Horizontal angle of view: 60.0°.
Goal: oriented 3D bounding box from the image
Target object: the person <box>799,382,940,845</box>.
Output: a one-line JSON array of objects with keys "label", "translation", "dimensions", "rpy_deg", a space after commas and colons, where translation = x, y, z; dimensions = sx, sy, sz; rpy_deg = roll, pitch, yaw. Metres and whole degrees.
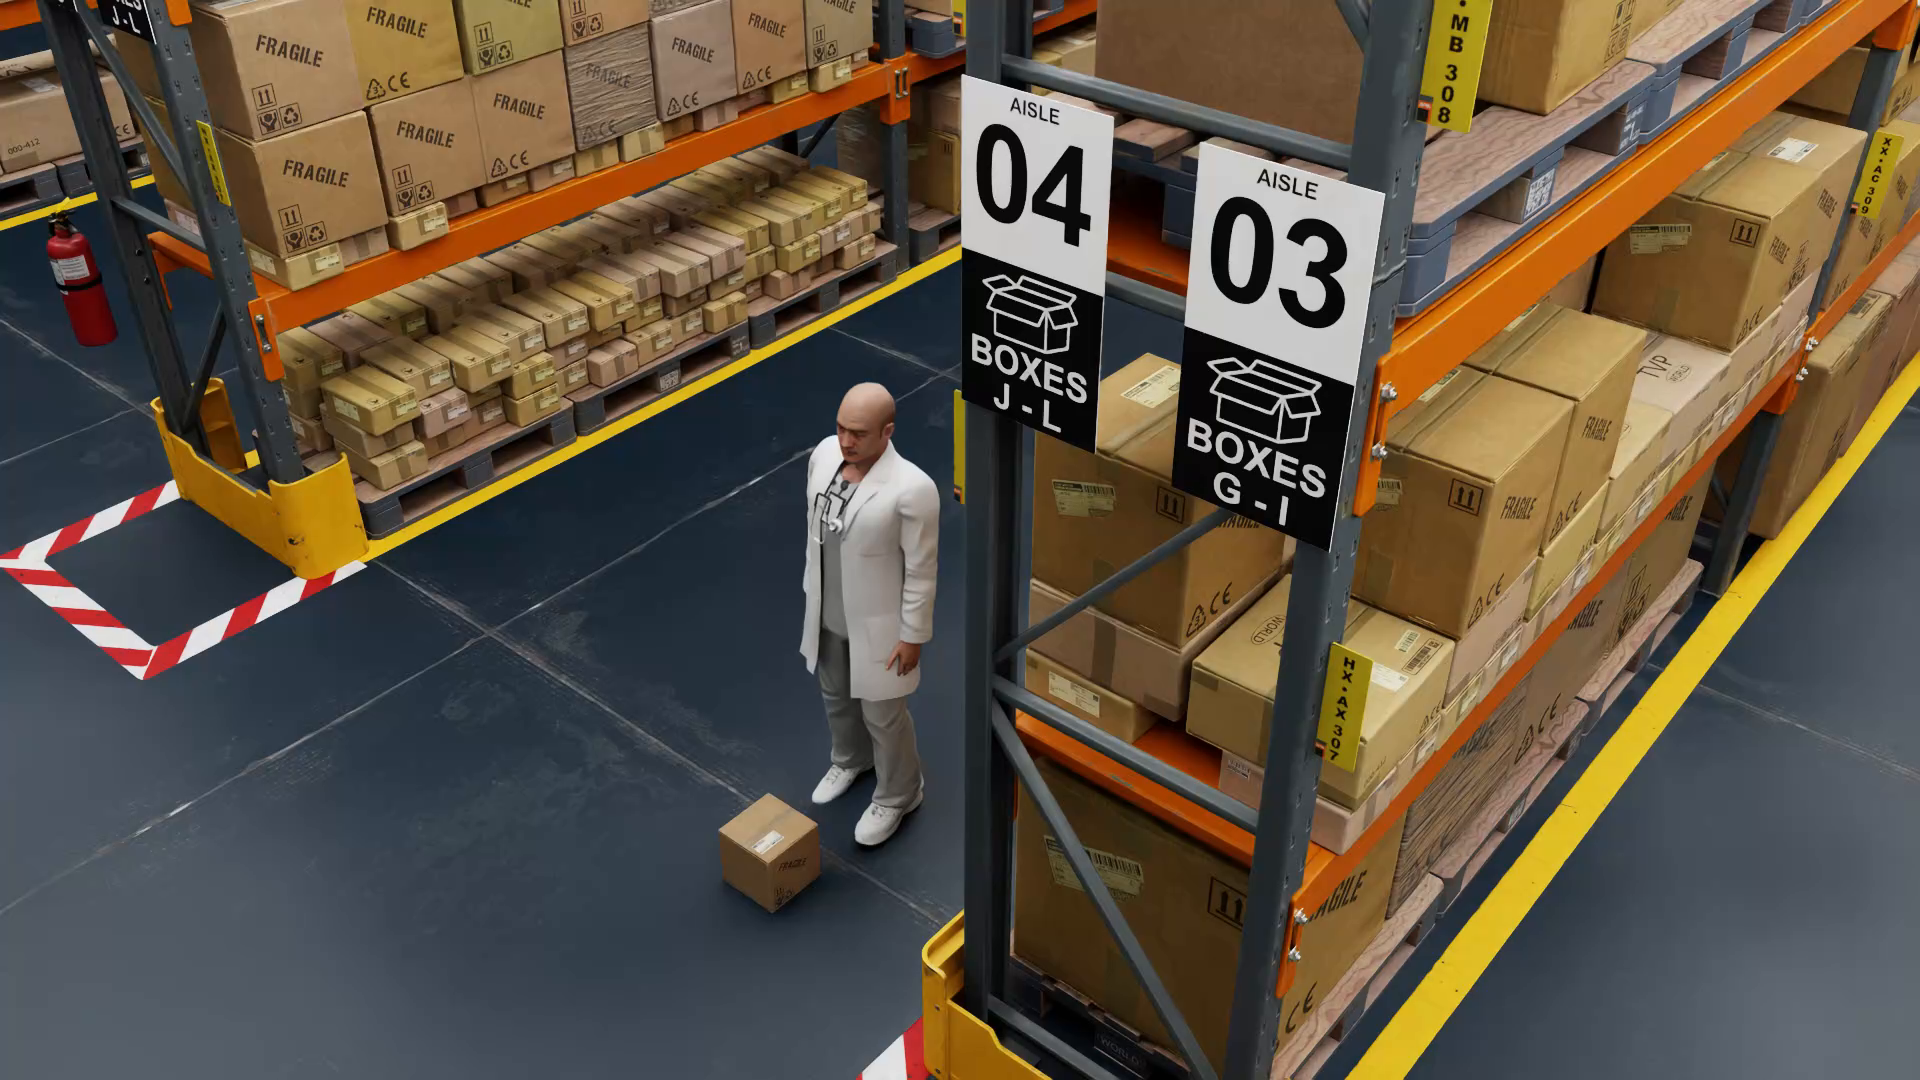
[{"label": "person", "translation": [-0.328, 0.277, 5.792], "dimensions": [0.566, 1.818, 0.438], "rpy_deg": [26, 42, 32]}]
